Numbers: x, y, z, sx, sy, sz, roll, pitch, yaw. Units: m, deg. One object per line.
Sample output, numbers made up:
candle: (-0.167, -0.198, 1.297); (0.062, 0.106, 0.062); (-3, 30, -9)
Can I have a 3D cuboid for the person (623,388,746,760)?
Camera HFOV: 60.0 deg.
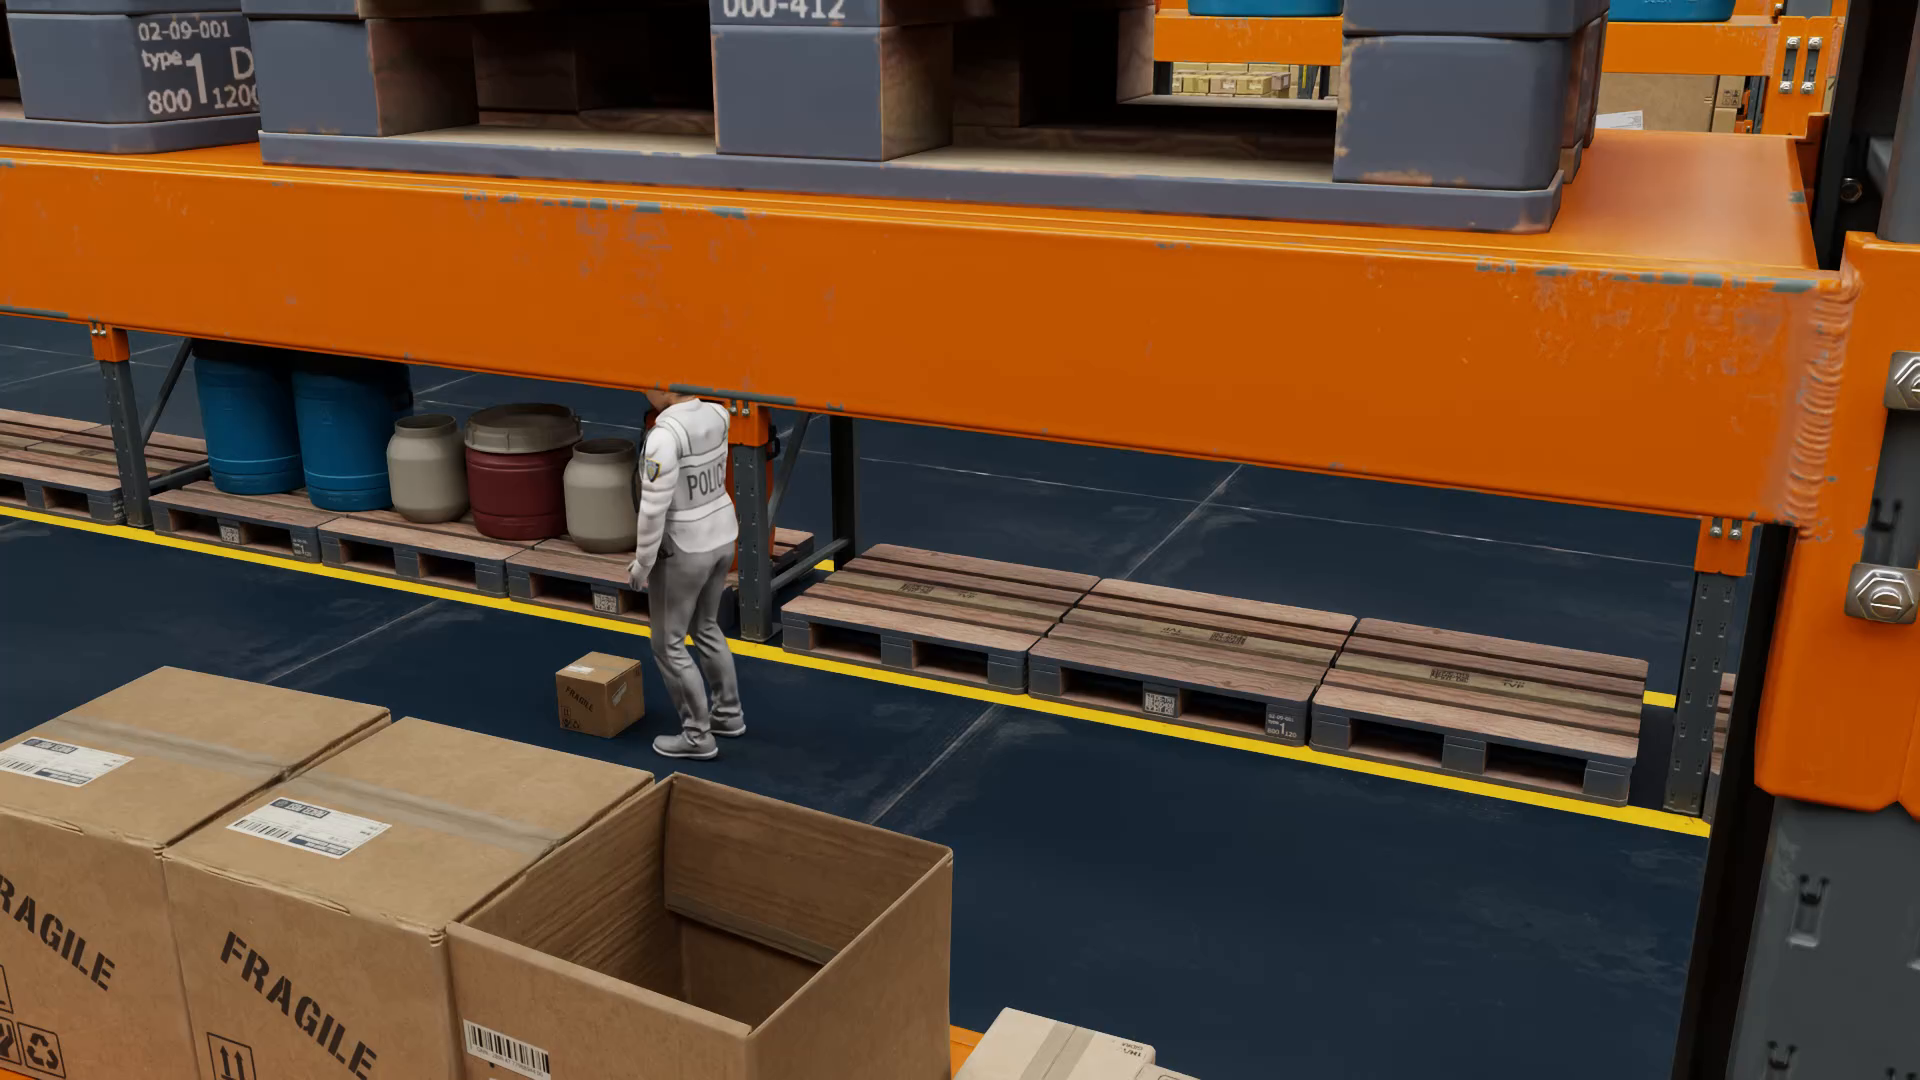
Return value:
person: (-1.075, 0.056, 6.453); (0.396, 1.647, 0.488); (9, 21, 24)
